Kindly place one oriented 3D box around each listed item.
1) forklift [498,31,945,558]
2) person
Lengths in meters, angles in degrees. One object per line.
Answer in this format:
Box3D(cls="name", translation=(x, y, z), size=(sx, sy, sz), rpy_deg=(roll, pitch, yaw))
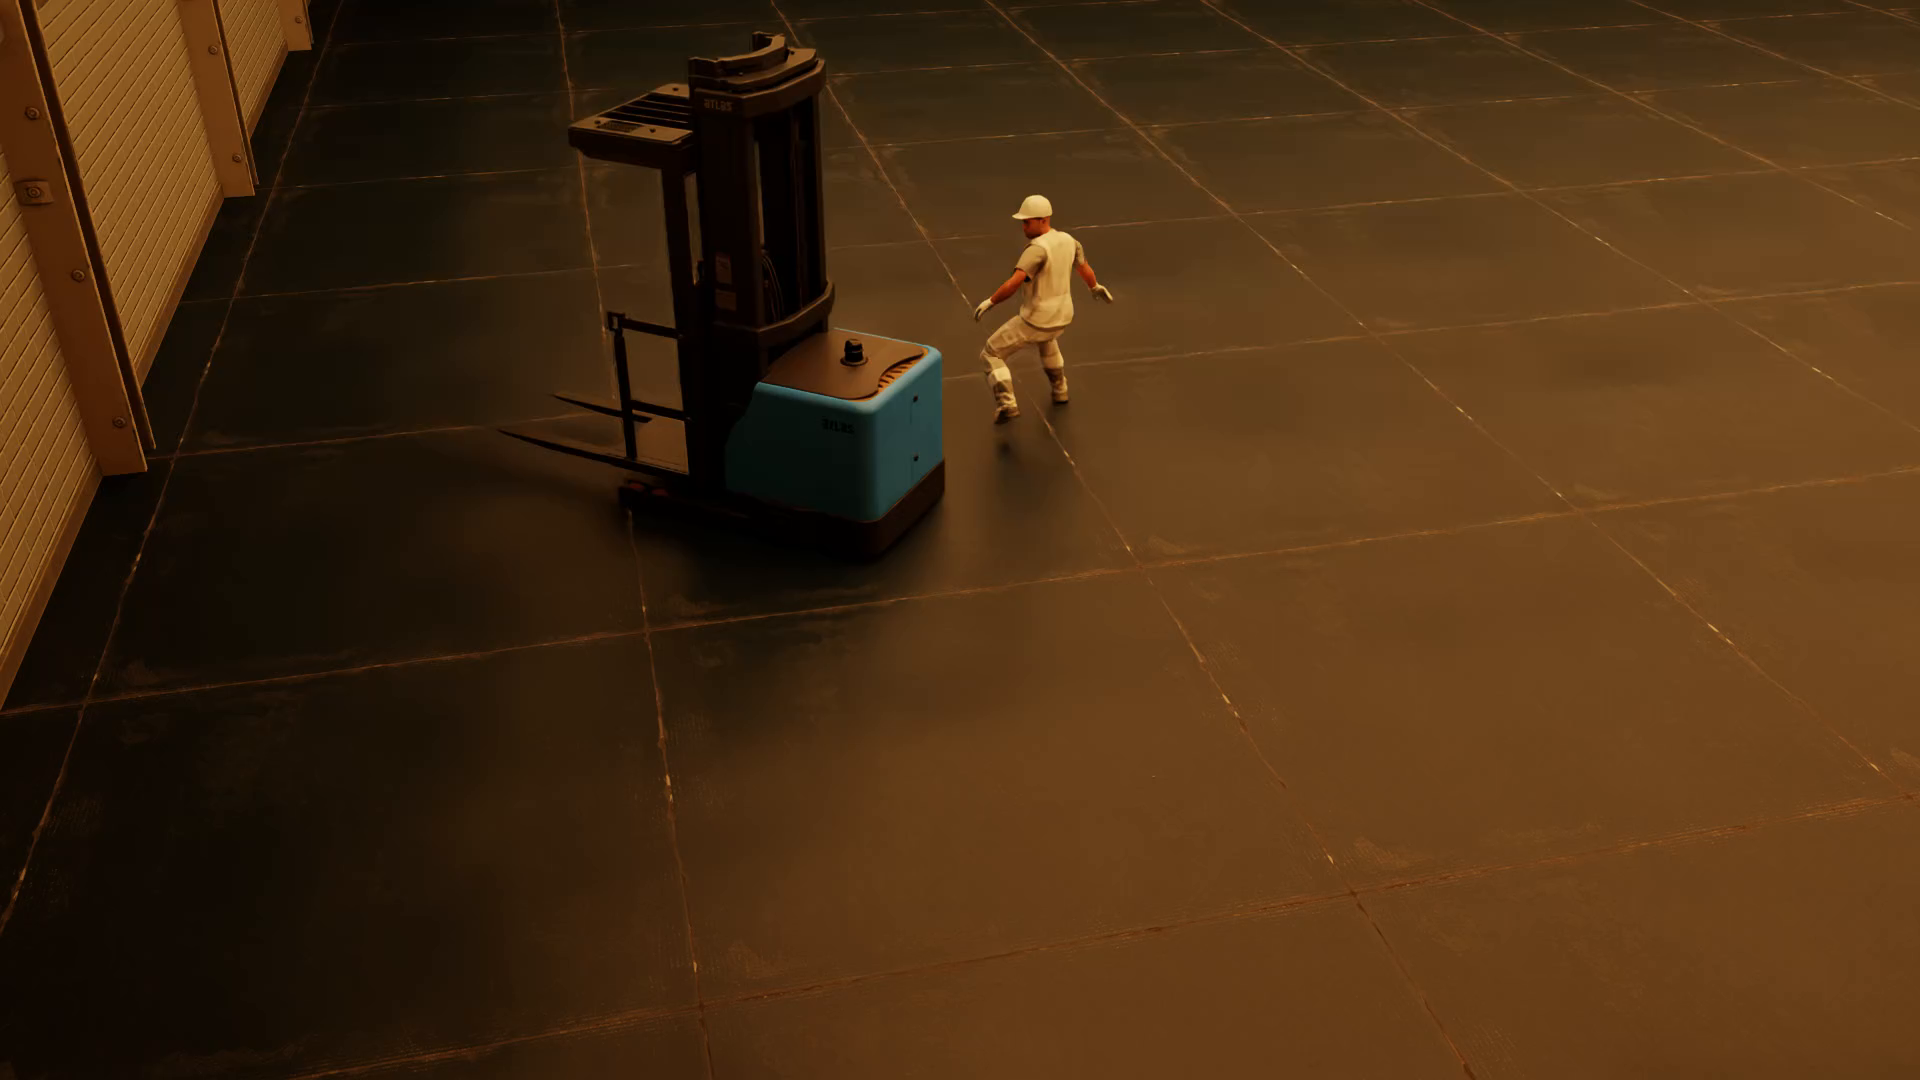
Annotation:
Box3D(cls="forklift", translation=(-1.655, -1.655, 10.433), size=(3.031, 2.935, 1.130), rpy_deg=(14, 33, 22))
Box3D(cls="person", translation=(0.596, -1.614, 11.730), size=(1.189, 1.663, 0.510), rpy_deg=(-26, 39, -37))
